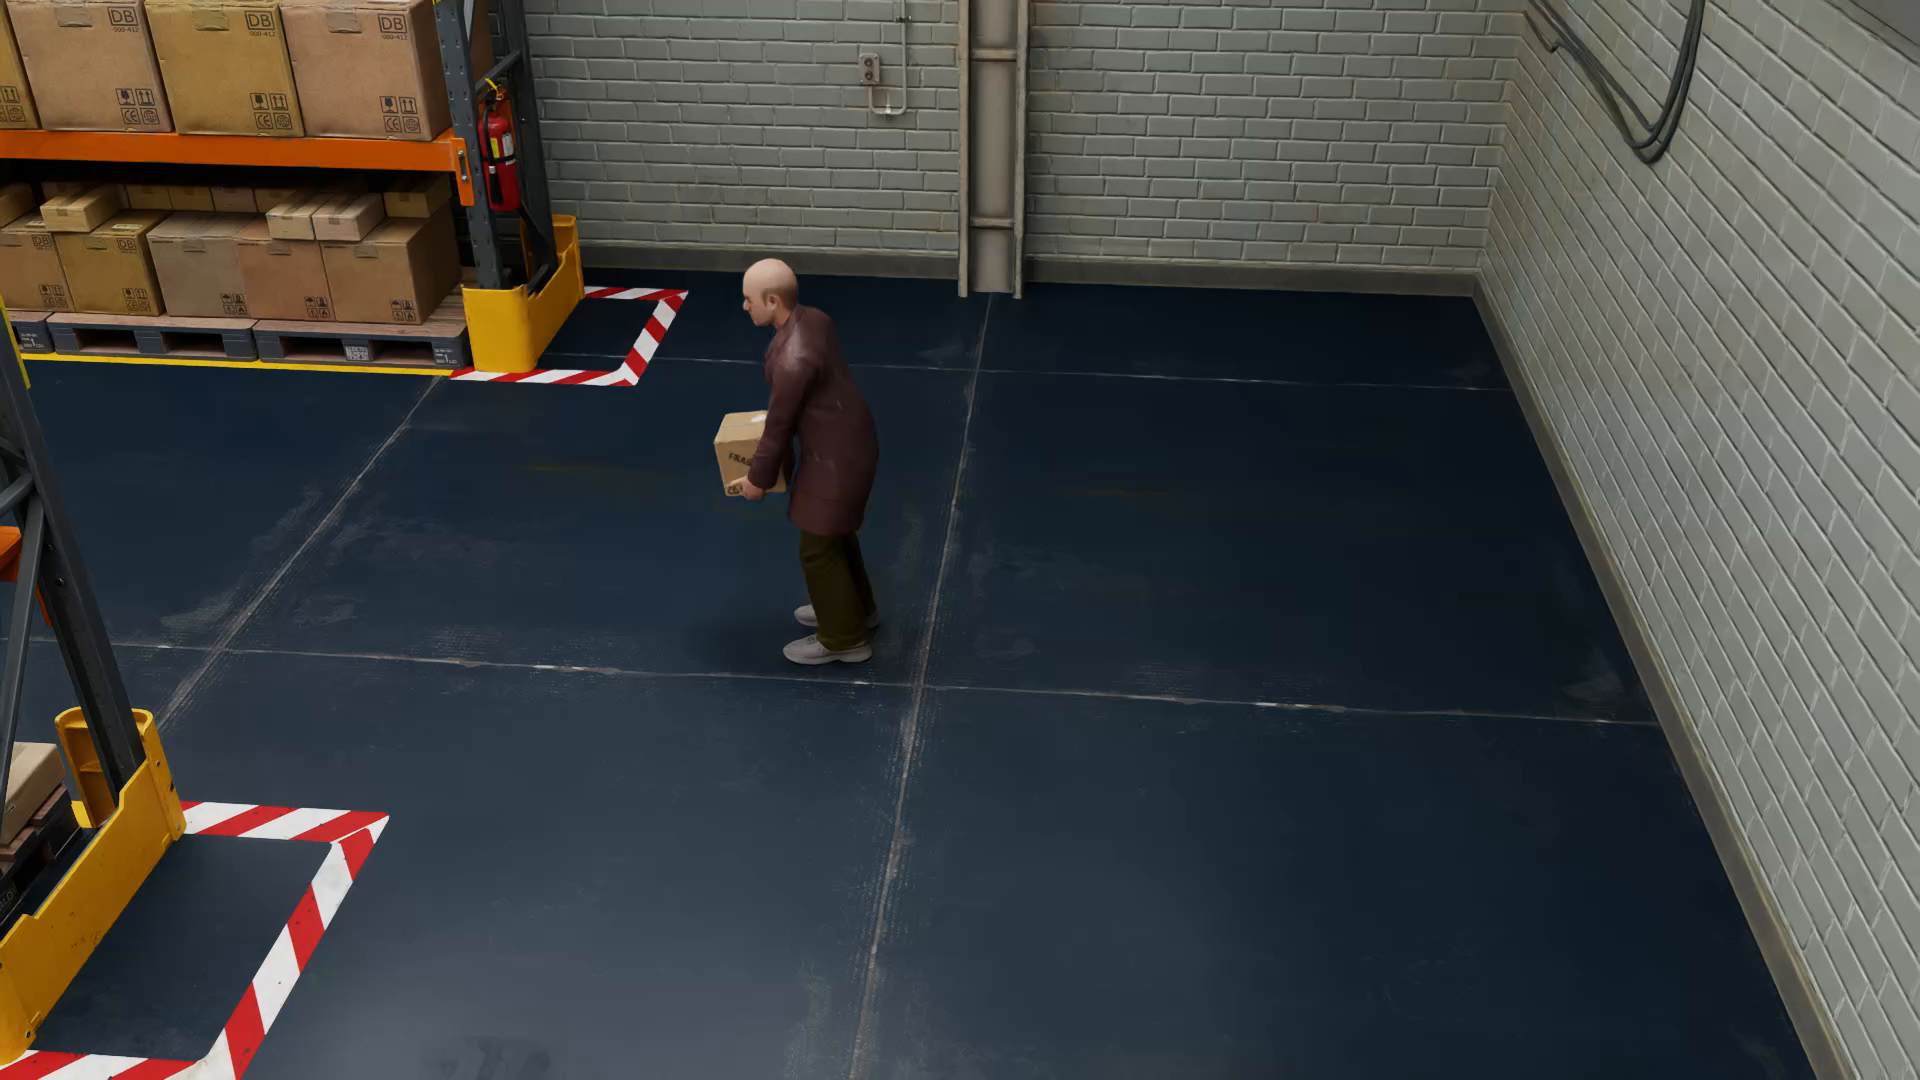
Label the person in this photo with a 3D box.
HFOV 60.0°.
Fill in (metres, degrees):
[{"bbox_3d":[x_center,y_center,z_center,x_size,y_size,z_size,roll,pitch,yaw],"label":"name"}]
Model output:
[{"bbox_3d":[-0.625,-0.314,6.700,0.600,1.744,0.534,2,32,3],"label":"person"}]
